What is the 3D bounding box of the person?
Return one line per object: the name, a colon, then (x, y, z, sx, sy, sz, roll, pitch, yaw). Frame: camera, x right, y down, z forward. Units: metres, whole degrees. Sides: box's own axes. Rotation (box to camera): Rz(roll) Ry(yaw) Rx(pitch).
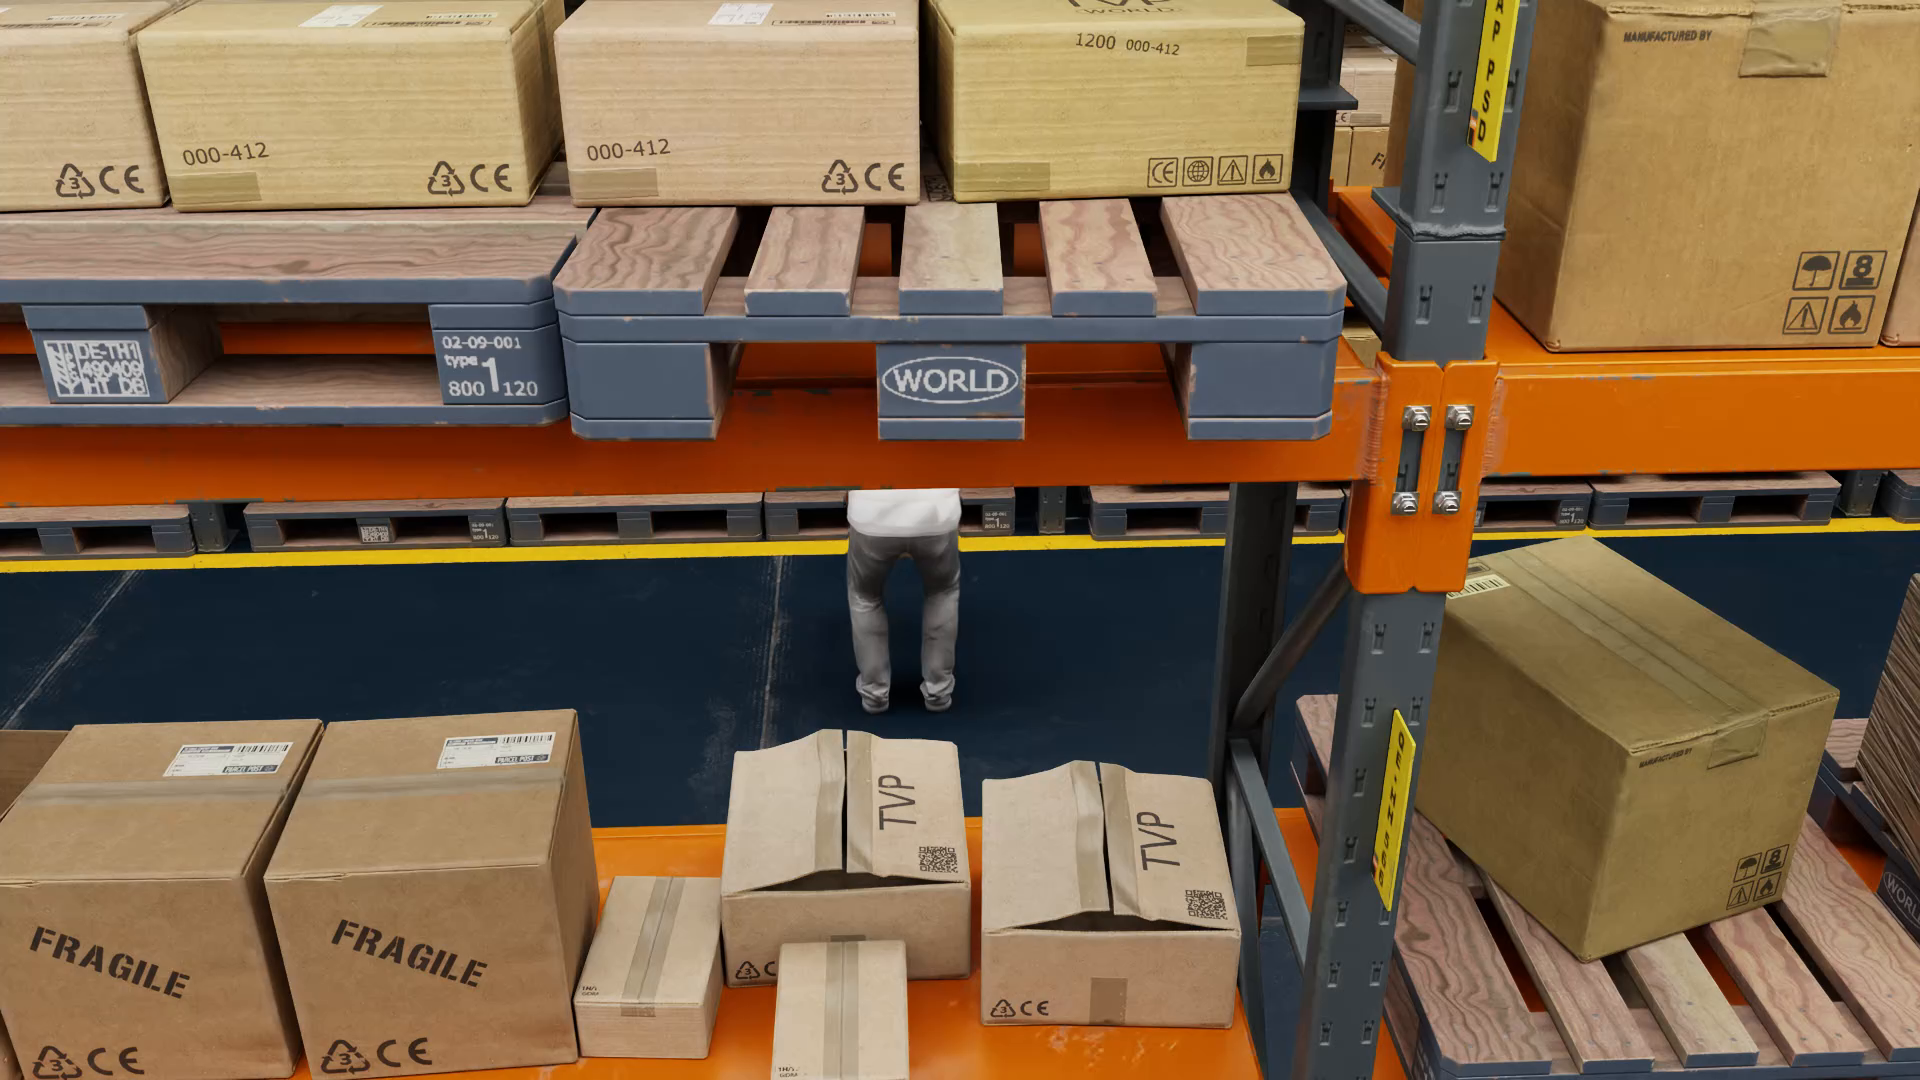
person: (-0.248, -0.067, 6.643, 0.490, 1.376, 0.898, -2, 27, -4)
